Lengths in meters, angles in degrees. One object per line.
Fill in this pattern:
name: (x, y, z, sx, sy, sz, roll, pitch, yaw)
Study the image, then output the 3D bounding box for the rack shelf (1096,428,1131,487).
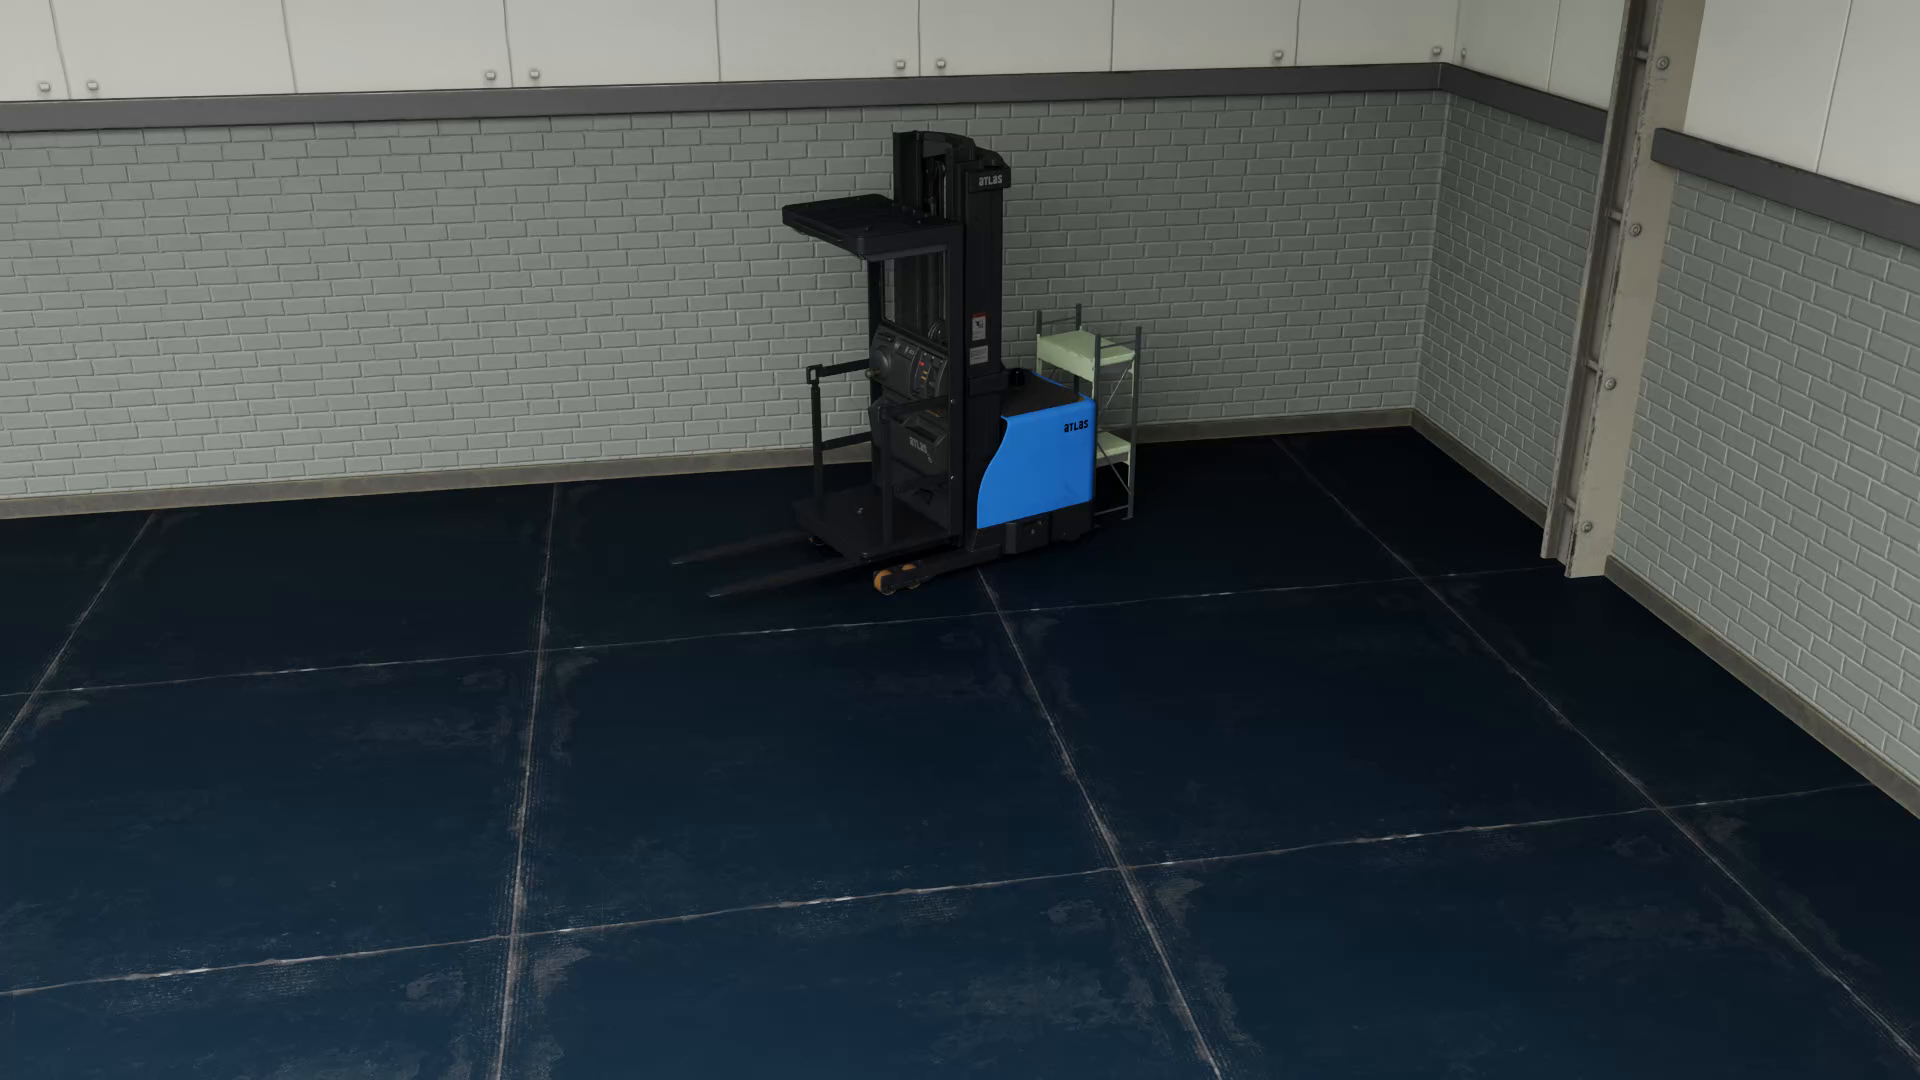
rack shelf: (0.943, -0.642, 12.661, 0.431, 0.370, 0.720, -14, 27, -29)

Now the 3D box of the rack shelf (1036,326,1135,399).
rack shelf: (0.943, -1.299, 12.375, 0.431, 0.370, 0.720, -14, 27, -29)

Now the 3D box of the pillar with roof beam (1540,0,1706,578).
pillar with roof beam: (0.140, -3.628, 9.315, 9.100, 9.000, 0.400, -4, 24, -10)

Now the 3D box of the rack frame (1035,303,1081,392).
rack frame: (0.746, -1.065, 12.814, 0.400, 1.500, 0.023, -14, 27, -29)

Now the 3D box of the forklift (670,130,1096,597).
forklift: (-0.531, -1.208, 11.354, 3.031, 2.935, 1.130, -14, 27, -29)

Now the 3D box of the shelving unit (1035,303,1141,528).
shelving unit: (0.943, -0.941, 12.531, 0.431, 1.500, 0.755, -14, 27, -29)

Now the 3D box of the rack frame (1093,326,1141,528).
rack frame: (1.139, -0.818, 12.248, 0.400, 1.500, 0.023, -14, 27, -29)
